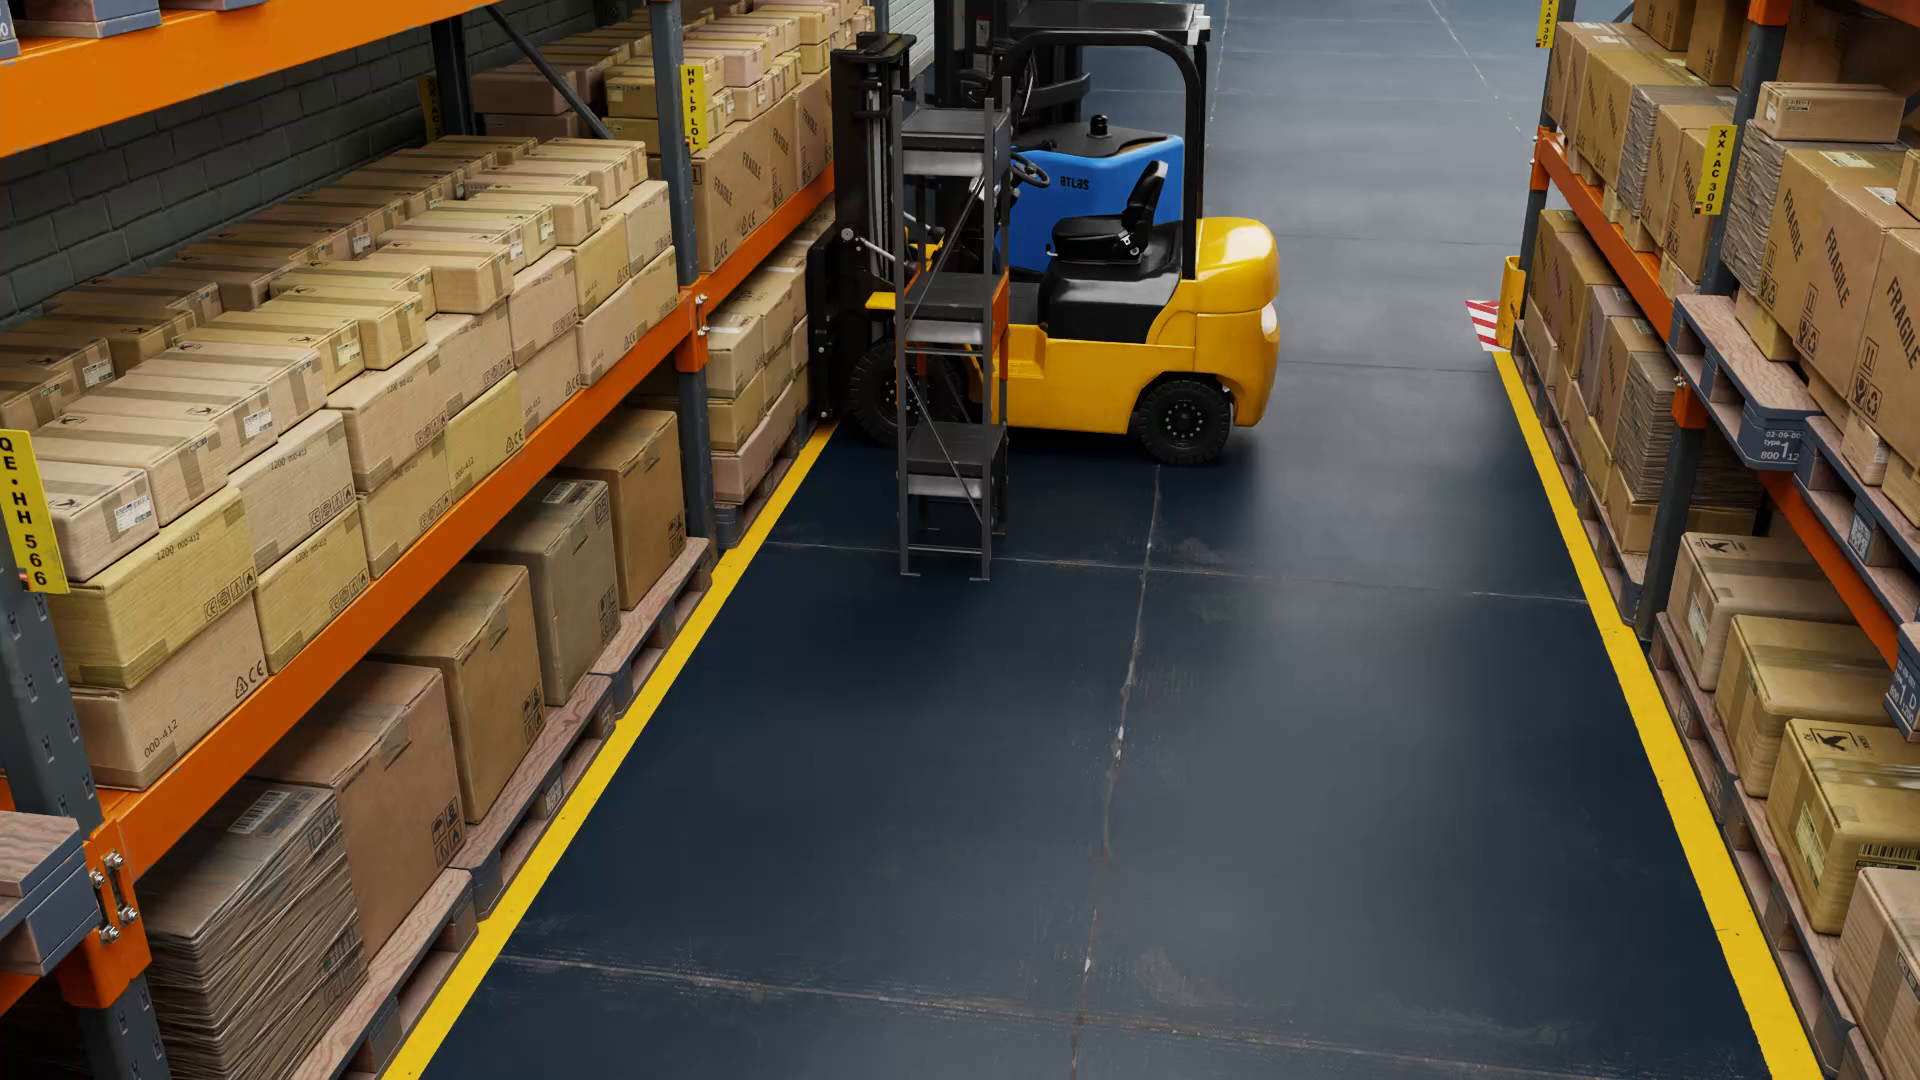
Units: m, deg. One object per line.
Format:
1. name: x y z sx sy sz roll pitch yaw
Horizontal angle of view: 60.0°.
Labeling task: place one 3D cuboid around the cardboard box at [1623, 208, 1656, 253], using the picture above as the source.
1. cardboard box: 3.215 -1.392 7.483 0.380 0.149 0.250 4 25 8

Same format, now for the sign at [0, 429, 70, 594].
1. sign: -1.714 -0.050 3.046 0.100 0.325 0.005 4 25 9

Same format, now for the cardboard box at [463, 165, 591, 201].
1. cardboard box: -1.550 -1.241 5.979 0.380 0.149 0.250 4 25 8

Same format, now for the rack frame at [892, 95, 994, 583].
1. rack frame: -0.067 -0.780 6.939 0.400 2.100 0.015 4 25 9

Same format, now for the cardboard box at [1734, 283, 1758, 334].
1. cardboard box: 2.899 -0.793 5.706 0.380 0.149 0.250 4 25 9

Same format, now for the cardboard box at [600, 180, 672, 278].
1. cardboard box: -1.425 -1.203 6.370 0.500 0.250 0.500 3 25 7

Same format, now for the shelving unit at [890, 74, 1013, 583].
1. shelving unit: -0.027 -0.882 7.157 0.431 2.100 0.503 4 25 9

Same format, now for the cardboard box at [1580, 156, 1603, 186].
1. cardboard box: 3.448 -1.932 8.635 0.380 0.149 0.250 5 25 10

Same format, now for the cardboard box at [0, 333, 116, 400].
1. cardboard box: -2.391 -0.413 4.211 0.380 0.149 0.250 4 25 7

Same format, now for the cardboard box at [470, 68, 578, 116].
1. cardboard box: -1.843 -1.896 7.029 0.380 0.149 0.250 4 25 9

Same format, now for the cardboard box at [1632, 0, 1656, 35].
1. cardboard box: 4.086 -3.003 8.978 0.700 0.500 0.500 3 25 7

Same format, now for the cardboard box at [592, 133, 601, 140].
1. cardboard box: -1.790 -1.520 7.341 0.500 0.500 0.500 4 25 8

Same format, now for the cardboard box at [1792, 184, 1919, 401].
1. cardboard box: 2.766 -0.704 4.752 0.500 0.500 0.500 4 25 8

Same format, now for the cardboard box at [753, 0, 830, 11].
1. cardboard box: -0.934 -2.935 9.247 0.380 0.149 0.250 4 25 9

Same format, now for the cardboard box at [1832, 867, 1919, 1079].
1. cardboard box: 2.862 1.203 4.247 0.950 0.372 0.625 4 25 8

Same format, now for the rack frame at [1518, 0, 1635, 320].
1. rack frame: 3.954 -2.598 9.763 1.000 3.000 0.127 4 25 9

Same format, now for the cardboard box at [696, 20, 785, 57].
1. cardboard box: -1.097 -2.504 8.328 0.380 0.149 0.250 4 25 9

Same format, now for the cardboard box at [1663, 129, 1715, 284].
1. cardboard box: 3.128 -1.309 6.539 0.500 0.500 0.500 3 25 7

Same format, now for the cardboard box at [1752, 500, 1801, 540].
1. cardboard box: 3.663 -0.098 7.170 0.500 0.250 0.500 3 25 6

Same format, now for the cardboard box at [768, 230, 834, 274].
1. cardboard box: -0.951 -1.487 8.958 0.500 0.250 0.500 4 25 7

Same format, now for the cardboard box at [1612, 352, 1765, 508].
1. cardboard box: 3.133 -0.476 7.092 0.500 0.500 0.500 4 25 8

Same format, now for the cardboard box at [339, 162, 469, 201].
1. cardboard box: -2.003 -1.262 6.024 0.380 0.149 0.250 4 25 8

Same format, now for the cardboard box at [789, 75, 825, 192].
1. cardboard box: -1.013 -2.120 8.624 0.500 0.500 0.500 4 25 9

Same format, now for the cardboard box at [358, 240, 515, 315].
1. cardboard box: -1.580 -0.796 5.029 0.380 0.149 0.250 3 25 7

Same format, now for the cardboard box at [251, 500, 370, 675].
1. cardboard box: -1.850 0.094 4.187 0.500 0.250 0.500 3 25 7

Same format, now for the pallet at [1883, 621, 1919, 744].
1. pallet: 2.658 0.529 3.308 1.213 0.211 1.003 4 25 9

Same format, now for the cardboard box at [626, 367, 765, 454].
1. cardboard box: -1.213 -0.620 7.695 0.500 0.250 0.500 4 25 8

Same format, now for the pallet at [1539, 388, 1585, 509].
1. pallet: 3.573 -0.458 8.479 1.003 0.211 1.213 4 25 9

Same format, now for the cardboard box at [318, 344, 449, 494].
1. cardboard box: -1.751 -0.349 4.545 0.500 0.250 0.500 3 25 7

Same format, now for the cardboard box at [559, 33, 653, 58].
1. cardboard box: -1.690 -2.326 7.947 0.380 0.149 0.250 4 25 8

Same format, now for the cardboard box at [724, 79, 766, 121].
1. cardboard box: -1.116 -2.039 7.686 0.380 0.149 0.250 5 25 10

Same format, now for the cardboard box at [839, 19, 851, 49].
1. cardboard box: -0.839 -2.902 9.529 0.380 0.149 0.250 4 25 10

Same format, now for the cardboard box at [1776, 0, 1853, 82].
1. cardboard box: 3.692 -1.939 6.707 0.700 0.500 0.500 4 25 9

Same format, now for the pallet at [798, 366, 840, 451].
1. pallet: -1.229 -0.846 9.309 1.003 0.211 1.213 4 25 9

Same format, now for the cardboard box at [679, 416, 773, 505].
1. cardboard box: -1.191 -0.392 7.797 0.500 0.250 0.500 4 25 9

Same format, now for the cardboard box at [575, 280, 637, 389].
1. cardboard box: -1.498 -0.760 6.013 0.500 0.250 0.500 4 25 8

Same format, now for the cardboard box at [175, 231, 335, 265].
1. cardboard box: -2.161 -0.840 5.124 0.380 0.149 0.250 4 25 9

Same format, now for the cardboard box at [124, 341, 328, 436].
1. cardboard box: -1.819 -0.378 4.136 0.380 0.149 0.250 4 25 9

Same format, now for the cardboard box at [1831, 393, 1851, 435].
1. cardboard box: 2.753 -0.357 4.775 0.380 0.149 0.250 4 25 9

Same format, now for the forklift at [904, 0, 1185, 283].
1. forklift: 0.006 -3.214 11.158 3.031 2.935 1.130 18 31 34

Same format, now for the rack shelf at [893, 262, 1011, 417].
1. rack shelf: -0.027 -0.869 7.163 0.431 0.518 0.480 4 25 9

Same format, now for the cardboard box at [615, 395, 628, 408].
1. cardboard box: -1.719 -0.657 7.774 0.500 0.250 0.500 3 25 7

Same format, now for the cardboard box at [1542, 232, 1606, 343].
1. cardboard box: 3.465 -1.336 8.929 0.500 0.500 0.500 3 25 7

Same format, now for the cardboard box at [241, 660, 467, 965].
1. cardboard box: -2.036 0.757 4.901 0.875 0.625 0.625 5 26 10

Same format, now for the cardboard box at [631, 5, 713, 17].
1. cardboard box: -1.528 -2.753 8.859 0.380 0.149 0.250 3 25 7

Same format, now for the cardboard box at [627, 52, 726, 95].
1. cardboard box: -1.266 -2.077 7.416 0.380 0.149 0.250 4 25 8

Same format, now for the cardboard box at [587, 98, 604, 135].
1. cardboard box: -1.791 -1.866 7.316 0.380 0.149 0.250 3 25 7

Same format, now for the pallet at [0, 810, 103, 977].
1. pallet: -2.292 0.780 2.771 1.213 0.211 1.003 4 25 9

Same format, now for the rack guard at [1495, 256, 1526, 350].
1. rack guard: 3.942 -1.435 10.225 1.175 0.500 0.348 4 25 9

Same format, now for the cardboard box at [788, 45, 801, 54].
1. cardboard box: -1.039 -2.479 8.625 0.380 0.149 0.250 4 25 8

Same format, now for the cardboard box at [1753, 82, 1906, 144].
1. cardboard box: 2.875 -1.417 5.510 0.380 0.149 0.250 4 25 8

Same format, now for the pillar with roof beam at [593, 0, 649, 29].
1. pillar with roof beam: 2.301 -5.131 8.097 9.100 9.000 0.400 4 25 9

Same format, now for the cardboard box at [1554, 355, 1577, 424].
1. cardboard box: 3.382 -0.783 8.633 0.500 0.250 0.500 6 26 12

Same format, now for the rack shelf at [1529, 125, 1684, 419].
1. rack shelf: 3.628 -1.436 8.128 1.077 0.370 4.000 4 25 9

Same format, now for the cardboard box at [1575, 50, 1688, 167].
1. cardboard box: 3.440 -2.170 8.378 0.500 0.500 0.500 4 25 7
